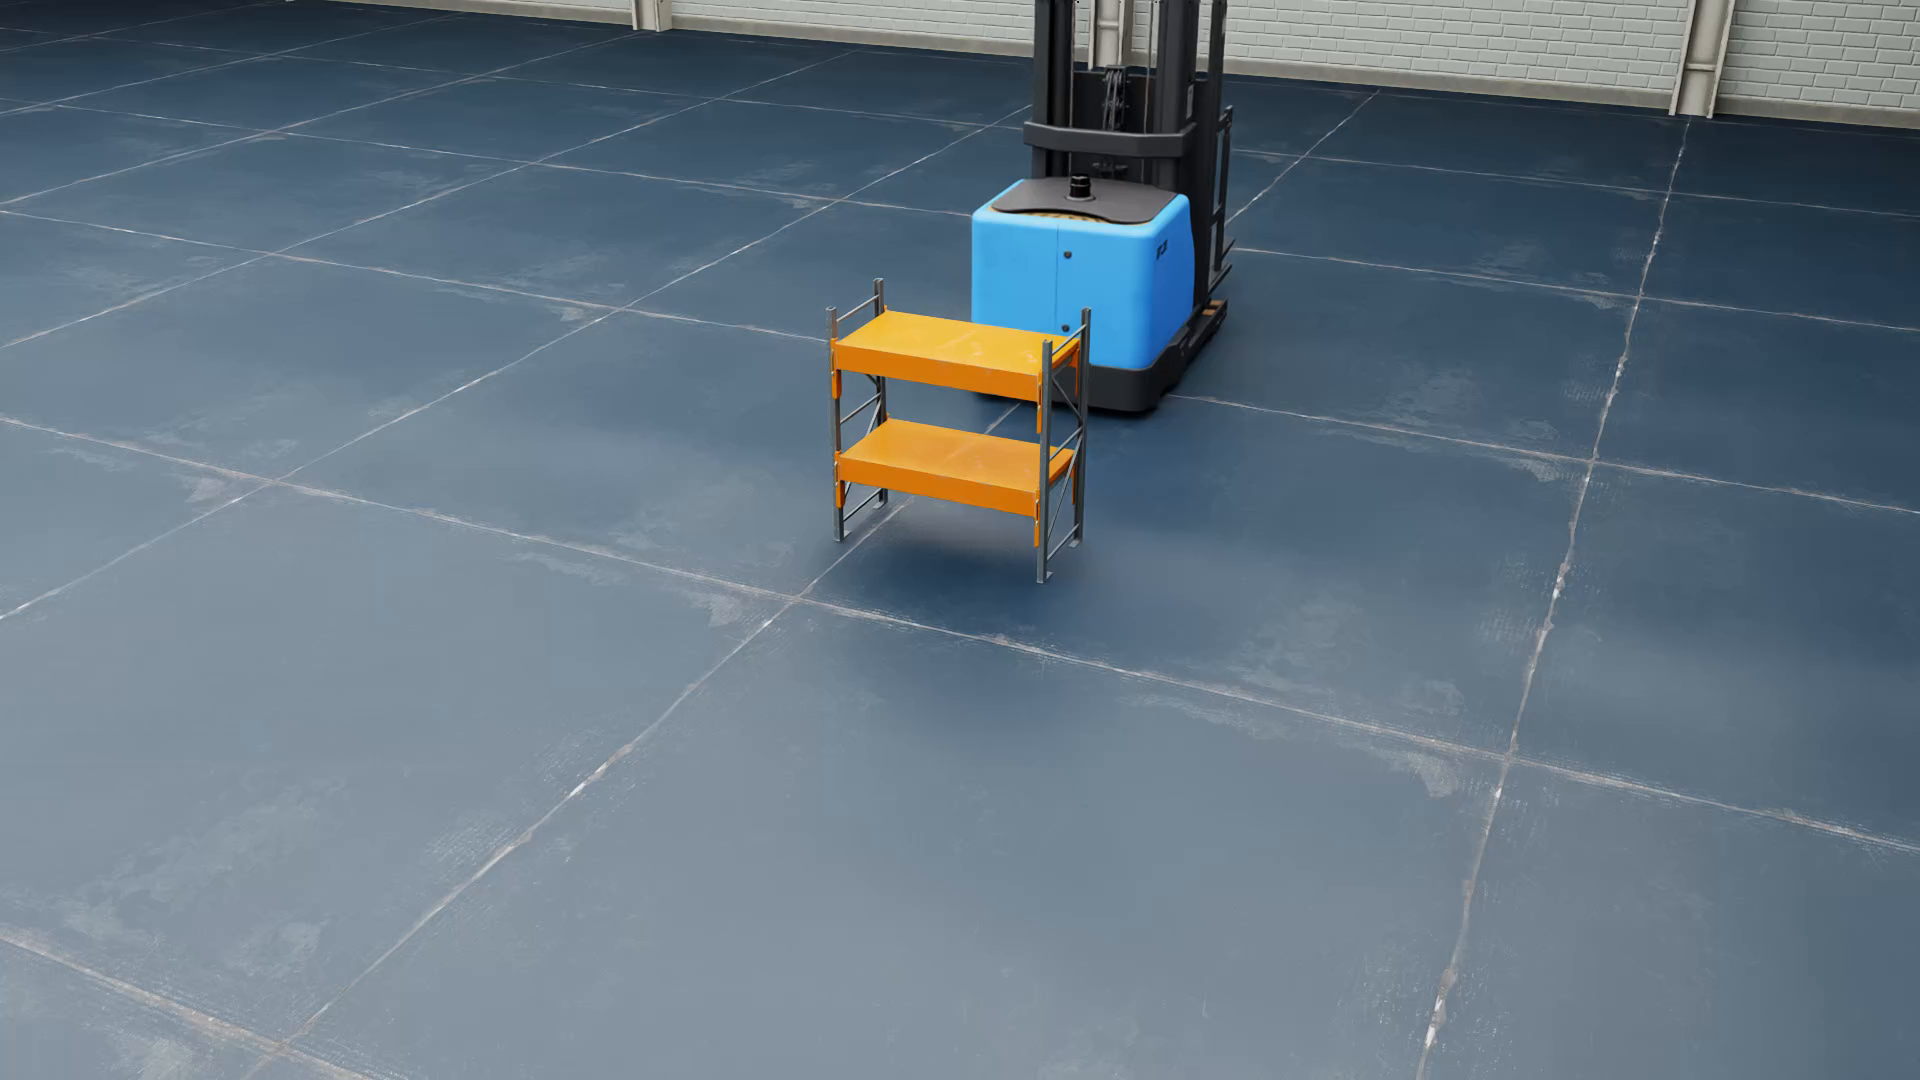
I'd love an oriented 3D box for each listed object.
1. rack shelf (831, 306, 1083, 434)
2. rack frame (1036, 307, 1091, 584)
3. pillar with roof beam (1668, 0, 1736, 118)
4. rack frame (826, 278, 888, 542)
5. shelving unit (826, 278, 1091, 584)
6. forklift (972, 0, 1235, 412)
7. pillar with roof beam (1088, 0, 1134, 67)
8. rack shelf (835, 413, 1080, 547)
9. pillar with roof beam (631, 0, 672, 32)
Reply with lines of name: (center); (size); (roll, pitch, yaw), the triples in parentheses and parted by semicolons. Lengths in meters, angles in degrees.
rack shelf: (-0.006, -0.768, 7.375); (1.000, 0.278, 0.538); (11, 28, 22)
rack frame: (0.457, -0.413, 7.315); (0.032, 1.125, 0.500); (11, 28, 22)
pillar with roof beam: (5.335, -6.457, 10.678); (0.400, 9.000, 9.100); (11, 28, 22)
rack frame: (-0.469, -0.599, 7.693); (0.032, 1.125, 0.500); (11, 28, 22)
shelving unit: (-0.006, -0.506, 7.504); (1.048, 1.125, 0.538); (11, 28, 22)
forklift: (1.046, -2.638, 9.789); (1.130, 2.935, 3.031); (9, 28, 19)
pillar with roof beam: (-0.126, -7.555, 12.906); (0.400, 9.000, 9.100); (11, 28, 22)
rack shelf: (-0.006, -0.287, 7.612); (1.000, 0.278, 0.538); (11, 28, 22)
pillar with roof beam: (-5.588, -8.652, 15.135); (0.400, 9.000, 9.100); (11, 28, 22)
